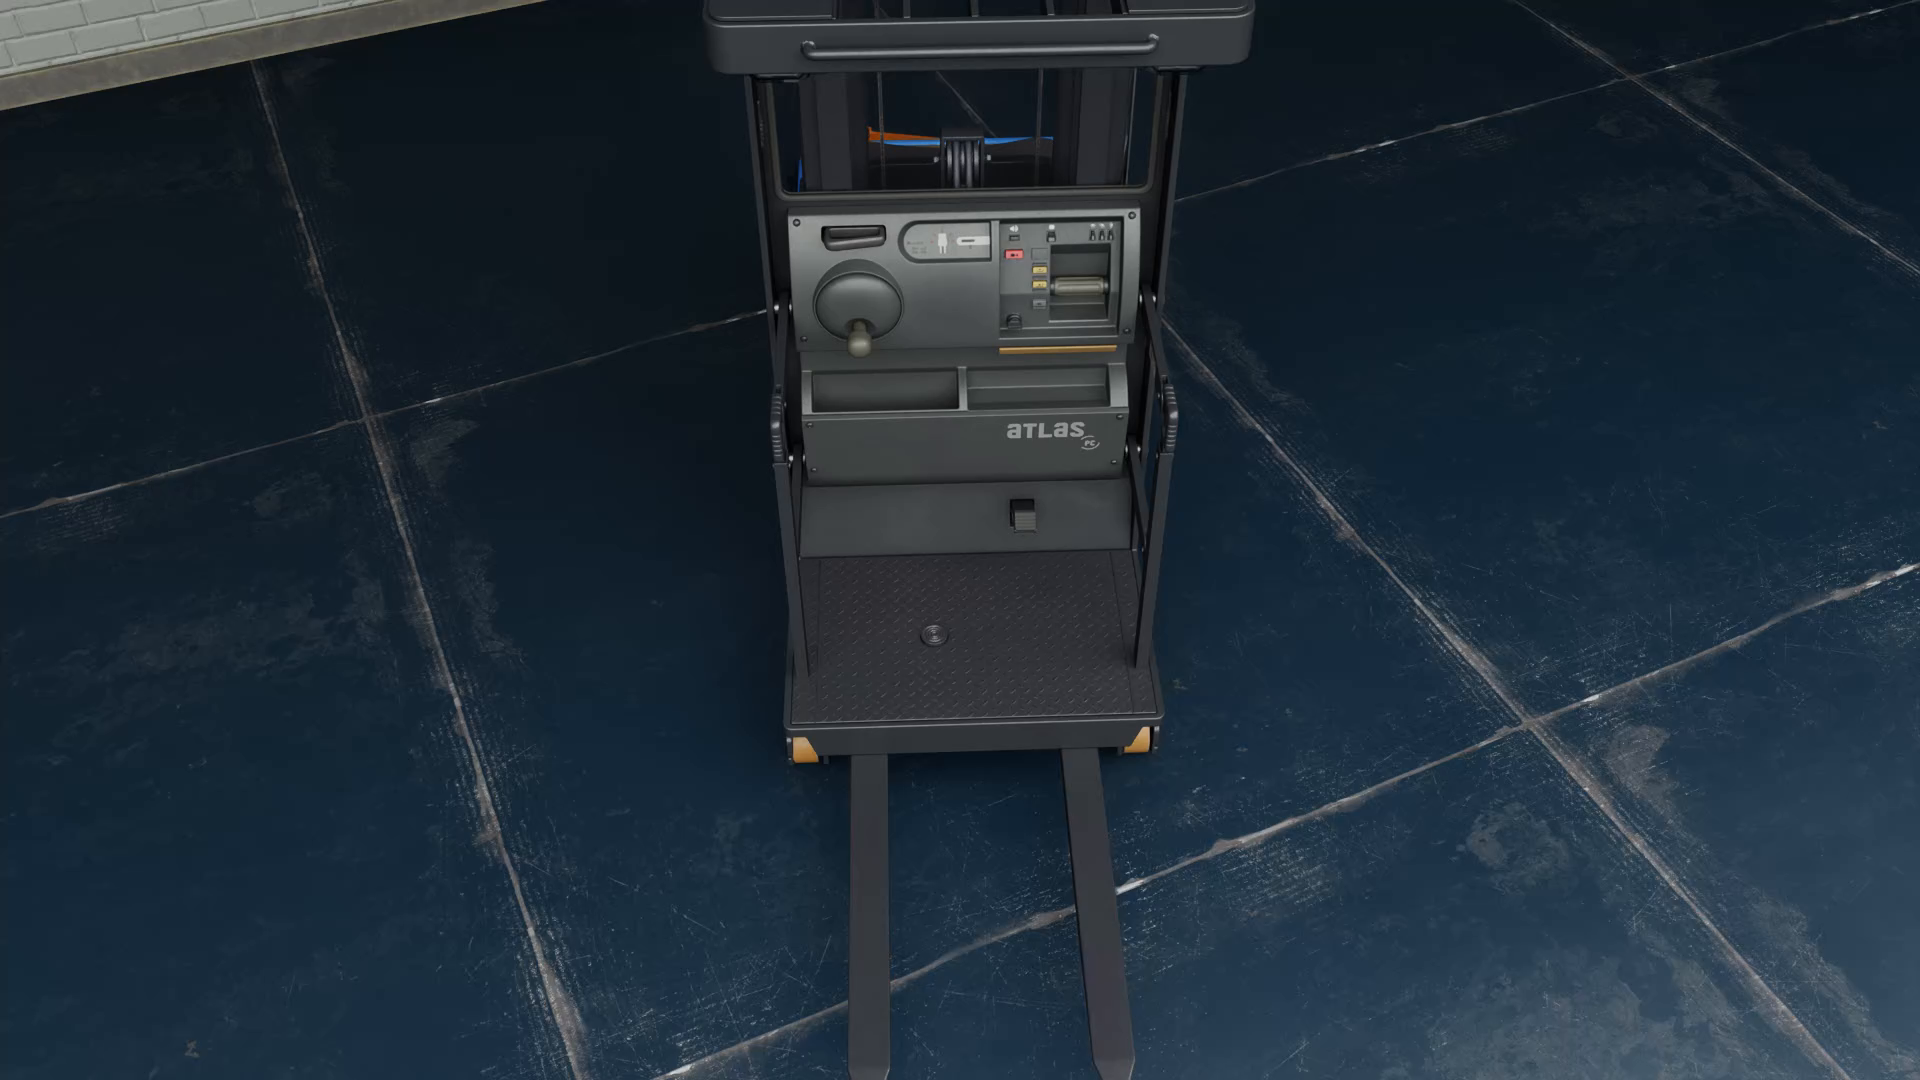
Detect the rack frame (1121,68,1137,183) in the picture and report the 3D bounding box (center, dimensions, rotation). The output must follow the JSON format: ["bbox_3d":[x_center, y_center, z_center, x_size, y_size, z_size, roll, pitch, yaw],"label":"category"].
[{"bbox_3d":[0.580,-1.354,6.055,0.032,1.500,0.500,8,45,8],"label":"rack frame"}]

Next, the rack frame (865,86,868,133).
[{"bbox_3d":[-0.419,-1.487,6.189,0.032,1.500,0.500,8,45,8],"label":"rack frame"}]

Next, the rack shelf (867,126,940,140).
[{"bbox_3d":[0.081,-1.293,6.248,1.000,0.185,0.538,8,45,8],"label":"rack shelf"}]

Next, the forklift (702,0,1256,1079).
[{"bbox_3d":[0.024,-0.602,4.273,1.130,2.935,3.031,-2,45,-2],"label":"forklift"}]

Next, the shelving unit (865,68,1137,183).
[{"bbox_3d":[0.090,-1.419,6.121,1.083,1.500,0.587,8,45,8],"label":"shelving unit"}]
